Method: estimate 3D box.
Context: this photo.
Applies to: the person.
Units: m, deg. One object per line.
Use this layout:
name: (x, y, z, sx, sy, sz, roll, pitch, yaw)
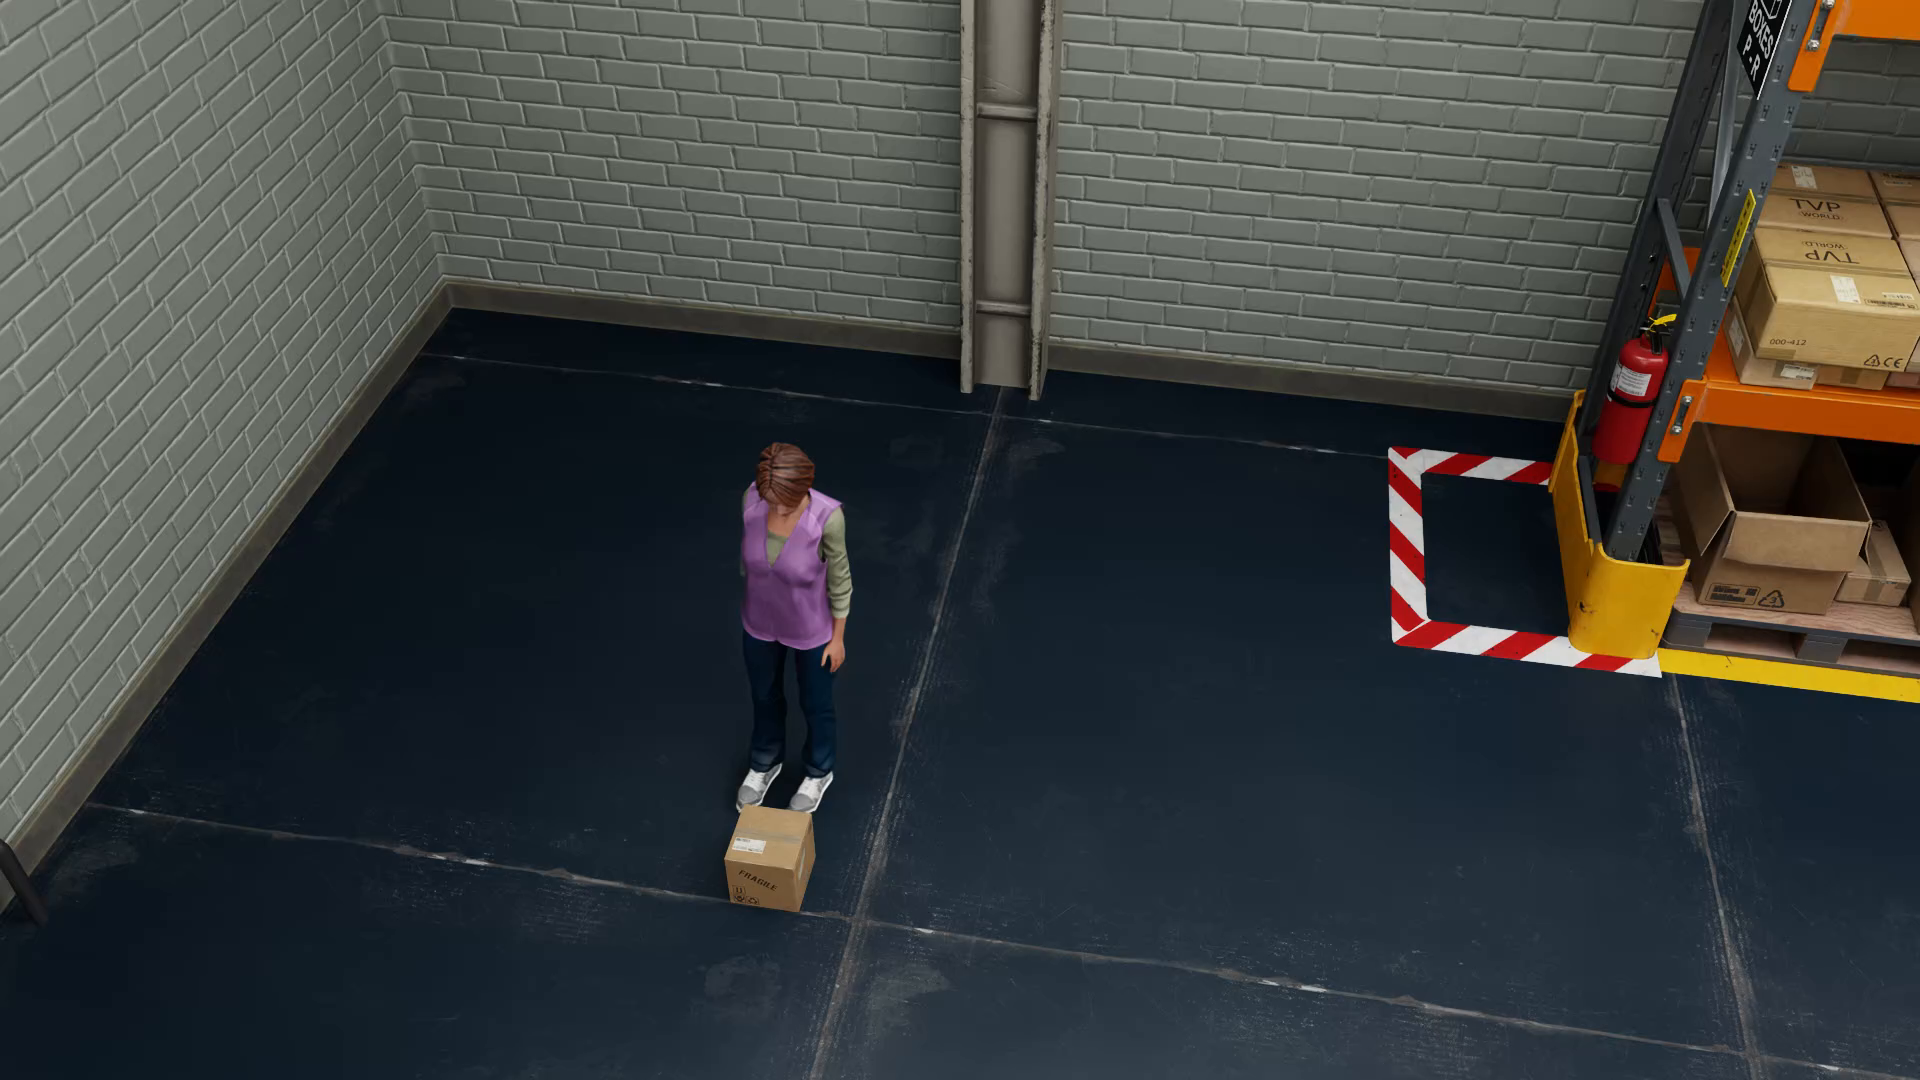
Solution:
person: (-0.591, 0.330, 5.762, 0.433, 1.607, 0.394, 12, 43, 14)
